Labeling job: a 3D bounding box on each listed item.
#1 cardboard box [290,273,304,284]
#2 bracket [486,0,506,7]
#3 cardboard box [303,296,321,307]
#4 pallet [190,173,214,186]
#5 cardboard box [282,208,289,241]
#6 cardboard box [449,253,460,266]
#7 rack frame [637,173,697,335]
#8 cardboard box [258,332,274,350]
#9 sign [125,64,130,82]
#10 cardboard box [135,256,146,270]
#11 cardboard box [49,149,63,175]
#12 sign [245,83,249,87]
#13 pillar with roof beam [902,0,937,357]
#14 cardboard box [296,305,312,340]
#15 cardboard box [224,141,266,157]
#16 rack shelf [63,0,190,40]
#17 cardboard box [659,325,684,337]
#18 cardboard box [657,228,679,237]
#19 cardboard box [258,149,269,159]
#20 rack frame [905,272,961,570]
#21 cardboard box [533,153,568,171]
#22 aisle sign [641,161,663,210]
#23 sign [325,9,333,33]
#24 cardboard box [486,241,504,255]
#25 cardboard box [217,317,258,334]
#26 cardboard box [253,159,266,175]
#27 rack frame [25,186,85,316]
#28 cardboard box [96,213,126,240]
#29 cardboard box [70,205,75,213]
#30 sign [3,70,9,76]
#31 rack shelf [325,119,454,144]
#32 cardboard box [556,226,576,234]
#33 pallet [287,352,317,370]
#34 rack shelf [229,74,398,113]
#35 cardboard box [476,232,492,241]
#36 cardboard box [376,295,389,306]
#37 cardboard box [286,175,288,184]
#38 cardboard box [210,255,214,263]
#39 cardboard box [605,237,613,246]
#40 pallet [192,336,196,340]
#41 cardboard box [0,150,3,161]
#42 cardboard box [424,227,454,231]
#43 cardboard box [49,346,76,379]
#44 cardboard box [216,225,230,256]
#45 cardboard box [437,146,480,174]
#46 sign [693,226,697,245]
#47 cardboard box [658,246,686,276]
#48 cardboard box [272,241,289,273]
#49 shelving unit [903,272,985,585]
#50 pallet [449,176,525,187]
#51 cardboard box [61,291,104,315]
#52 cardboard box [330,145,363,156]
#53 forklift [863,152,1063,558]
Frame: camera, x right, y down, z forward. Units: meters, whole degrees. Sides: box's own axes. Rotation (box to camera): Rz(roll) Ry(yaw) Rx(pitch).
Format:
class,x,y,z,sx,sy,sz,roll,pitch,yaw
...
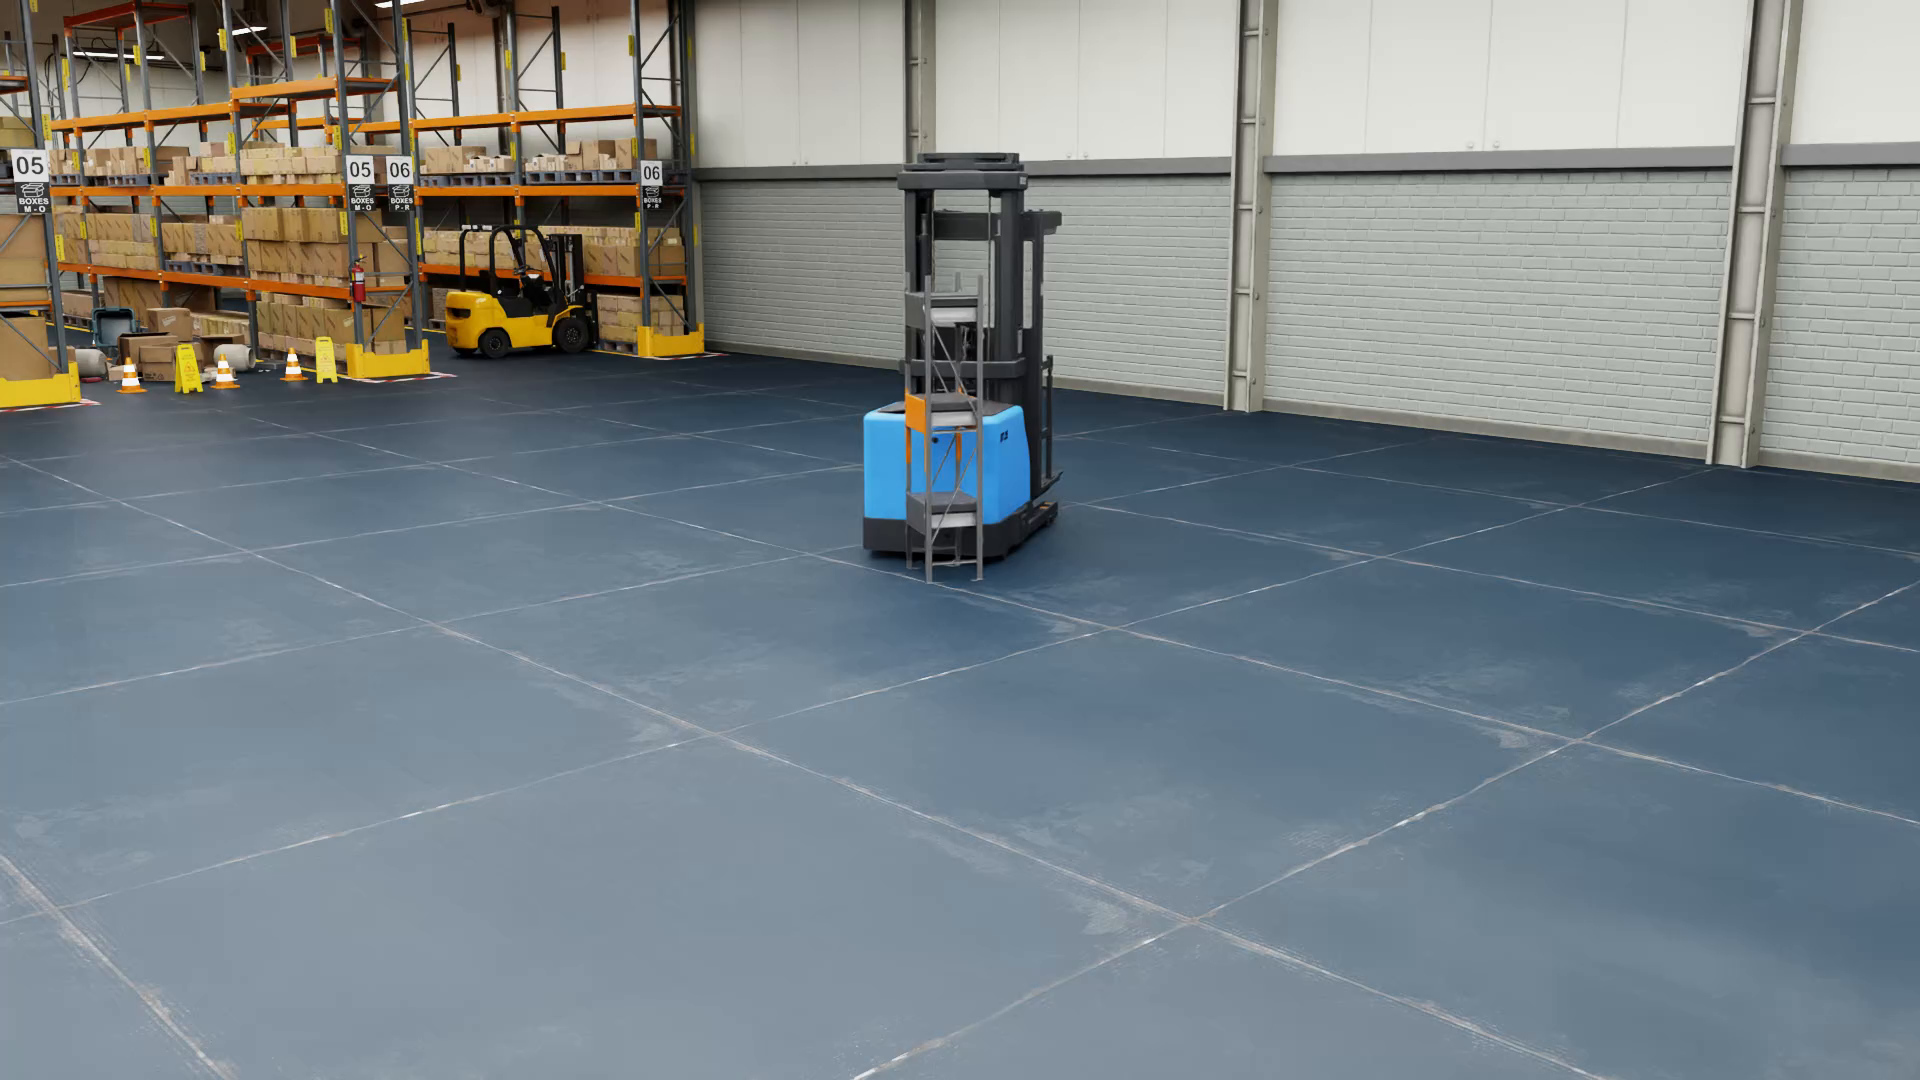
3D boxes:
class,x,y,z,sx,sy,sz,roll,pitch,yaw
cardboard box,-10.201,-4.080,25.906,0.380,0.149,0.250,-11,16,-43
bracket,-8.851,-10.318,31.770,0.235,0.232,0.430,-11,16,-43
cardboard box,-9.892,-3.676,25.627,0.380,0.149,0.250,-10,15,-40
pallet,-12.326,-6.148,28.351,1.213,0.211,1.003,-11,16,-43
cardboard box,-10.021,-4.887,25.735,0.700,0.500,0.500,-11,16,-43
cardboard box,-9.599,-5.470,32.402,0.500,0.250,0.500,11,16,43
rack frame,-4.908,-4.623,27.919,1.000,3.000,0.127,-11,16,-43
cardboard box,-11.046,-3.250,27.027,0.500,0.250,0.500,11,16,43
sign,-16.398,-9.194,32.728,0.100,0.325,0.005,-11,16,-43
cardboard box,-14.921,-5.135,30.775,0.500,0.250,0.500,-11,16,-42
cardboard box,-18.261,-7.724,33.998,0.500,0.500,0.500,-11,16,-42
sign,-16.350,-10.318,38.179,0.100,0.325,0.005,-11,16,-43
pillar with roof beam,-3.707,-6.313,21.255,9.100,9.000,0.400,-11,16,-43
cardboard box,-9.944,-3.388,25.839,0.500,0.500,0.500,11,16,44
cardboard box,-11.750,-6.428,27.337,0.500,0.250,0.500,-10,16,-41
rack shelf,-15.401,-9.604,30.775,1.077,0.370,4.000,-11,16,-43
cardboard box,-5.106,-3.581,28.634,0.500,0.250,0.500,-11,16,-42
cardboard box,-4.986,-5.215,28.196,0.380,0.149,0.250,-11,16,-44
cardboard box,-10.738,-6.044,26.029,0.380,0.149,0.250,-11,16,-43
rack frame,-0.188,-0.825,11.715,0.400,2.100,0.015,-4,12,-18
cardboard box,-7.272,-6.732,29.652,0.500,0.311,0.500,-10,16,-41
aisle sign,-5.075,-5.846,27.412,0.394,0.787,0.004,-11,16,-43
sign,-8.911,-7.330,23.483,0.100,0.325,0.005,-11,16,-43
cardboard box,-8.555,-5.489,31.252,0.500,0.250,0.500,11,16,44
cardboard box,-12.121,-3.614,28.492,0.950,0.372,0.625,-10,15,-39
cardboard box,-10.789,-5.880,26.219,0.500,0.250,0.500,-11,16,-43
rack frame,-19.545,-6.266,35.893,1.000,3.000,0.127,-11,16,-43
cardboard box,-16.315,-6.047,32.101,0.500,0.500,0.500,-11,16,-43
cardboard box,-17.682,-6.665,33.497,0.380,0.149,0.250,-11,16,-43
sign,-19.951,-9.663,34.807,0.100,0.325,0.005,-11,16,-43
rack shelf,-11.814,-8.473,34.511,1.077,0.370,4.000,-11,16,-43
cardboard box,-6.934,-5.484,29.504,0.380,0.149,0.250,-11,16,-43
pallet,-9.922,-2.878,26.358,1.003,0.211,1.213,-11,16,-43
rack shelf,-9.877,-6.807,25.444,1.077,0.370,4.000,-11,16,-43
cardboard box,-8.971,-5.775,31.654,0.380,0.149,0.250,-11,16,-42
cardboard box,-11.954,-5.028,35.036,0.500,0.500,0.500,11,16,43
cardboard box,-10.154,-5.556,25.634,0.380,0.149,0.250,-11,16,-42
cardboard box,-12.507,-4.785,28.286,0.380,0.149,0.250,-11,16,-43
cardboard box,-5.846,-5.119,28.469,0.380,0.149,0.250,-11,16,-43
pallet,-13.482,-3.619,29.953,1.003,0.211,1.213,-11,16,-43
cardboard box,-12.187,-4.959,21.449,0.380,0.149,0.250,-11,16,-42
cardboard box,-10.675,-6.143,34.004,0.500,0.500,0.500,-10,15,-40
cardboard box,-12.954,-2.504,23.819,0.500,0.500,0.500,-8,14,-33
cardboard box,-12.086,-5.023,27.833,0.500,0.500,0.500,-11,16,-42
cardboard box,-9.688,-7.364,32.253,0.700,0.500,0.500,-11,16,-44
sign,-4.503,-5.163,28.195,0.100,0.325,0.005,-11,16,-43
cardboard box,-5.049,-4.783,28.448,0.500,0.500,0.500,-10,15,-41
cardboard box,-10.455,-4.462,26.148,0.500,0.500,0.500,-11,16,-43
shelving unit,-0.113,-0.779,11.487,0.431,2.100,0.503,-4,12,-18
pallet,-9.125,-6.918,32.092,1.003,0.211,1.213,-10,15,-40
cardboard box,-18.379,-5.002,35.067,0.875,0.438,0.875,-10,16,-41
cardboard box,-8.943,-5.676,24.241,0.380,0.149,0.250,-11,16,-42
forklift,0.175,-1.561,13.223,1.130,2.935,3.031,3,12,15
